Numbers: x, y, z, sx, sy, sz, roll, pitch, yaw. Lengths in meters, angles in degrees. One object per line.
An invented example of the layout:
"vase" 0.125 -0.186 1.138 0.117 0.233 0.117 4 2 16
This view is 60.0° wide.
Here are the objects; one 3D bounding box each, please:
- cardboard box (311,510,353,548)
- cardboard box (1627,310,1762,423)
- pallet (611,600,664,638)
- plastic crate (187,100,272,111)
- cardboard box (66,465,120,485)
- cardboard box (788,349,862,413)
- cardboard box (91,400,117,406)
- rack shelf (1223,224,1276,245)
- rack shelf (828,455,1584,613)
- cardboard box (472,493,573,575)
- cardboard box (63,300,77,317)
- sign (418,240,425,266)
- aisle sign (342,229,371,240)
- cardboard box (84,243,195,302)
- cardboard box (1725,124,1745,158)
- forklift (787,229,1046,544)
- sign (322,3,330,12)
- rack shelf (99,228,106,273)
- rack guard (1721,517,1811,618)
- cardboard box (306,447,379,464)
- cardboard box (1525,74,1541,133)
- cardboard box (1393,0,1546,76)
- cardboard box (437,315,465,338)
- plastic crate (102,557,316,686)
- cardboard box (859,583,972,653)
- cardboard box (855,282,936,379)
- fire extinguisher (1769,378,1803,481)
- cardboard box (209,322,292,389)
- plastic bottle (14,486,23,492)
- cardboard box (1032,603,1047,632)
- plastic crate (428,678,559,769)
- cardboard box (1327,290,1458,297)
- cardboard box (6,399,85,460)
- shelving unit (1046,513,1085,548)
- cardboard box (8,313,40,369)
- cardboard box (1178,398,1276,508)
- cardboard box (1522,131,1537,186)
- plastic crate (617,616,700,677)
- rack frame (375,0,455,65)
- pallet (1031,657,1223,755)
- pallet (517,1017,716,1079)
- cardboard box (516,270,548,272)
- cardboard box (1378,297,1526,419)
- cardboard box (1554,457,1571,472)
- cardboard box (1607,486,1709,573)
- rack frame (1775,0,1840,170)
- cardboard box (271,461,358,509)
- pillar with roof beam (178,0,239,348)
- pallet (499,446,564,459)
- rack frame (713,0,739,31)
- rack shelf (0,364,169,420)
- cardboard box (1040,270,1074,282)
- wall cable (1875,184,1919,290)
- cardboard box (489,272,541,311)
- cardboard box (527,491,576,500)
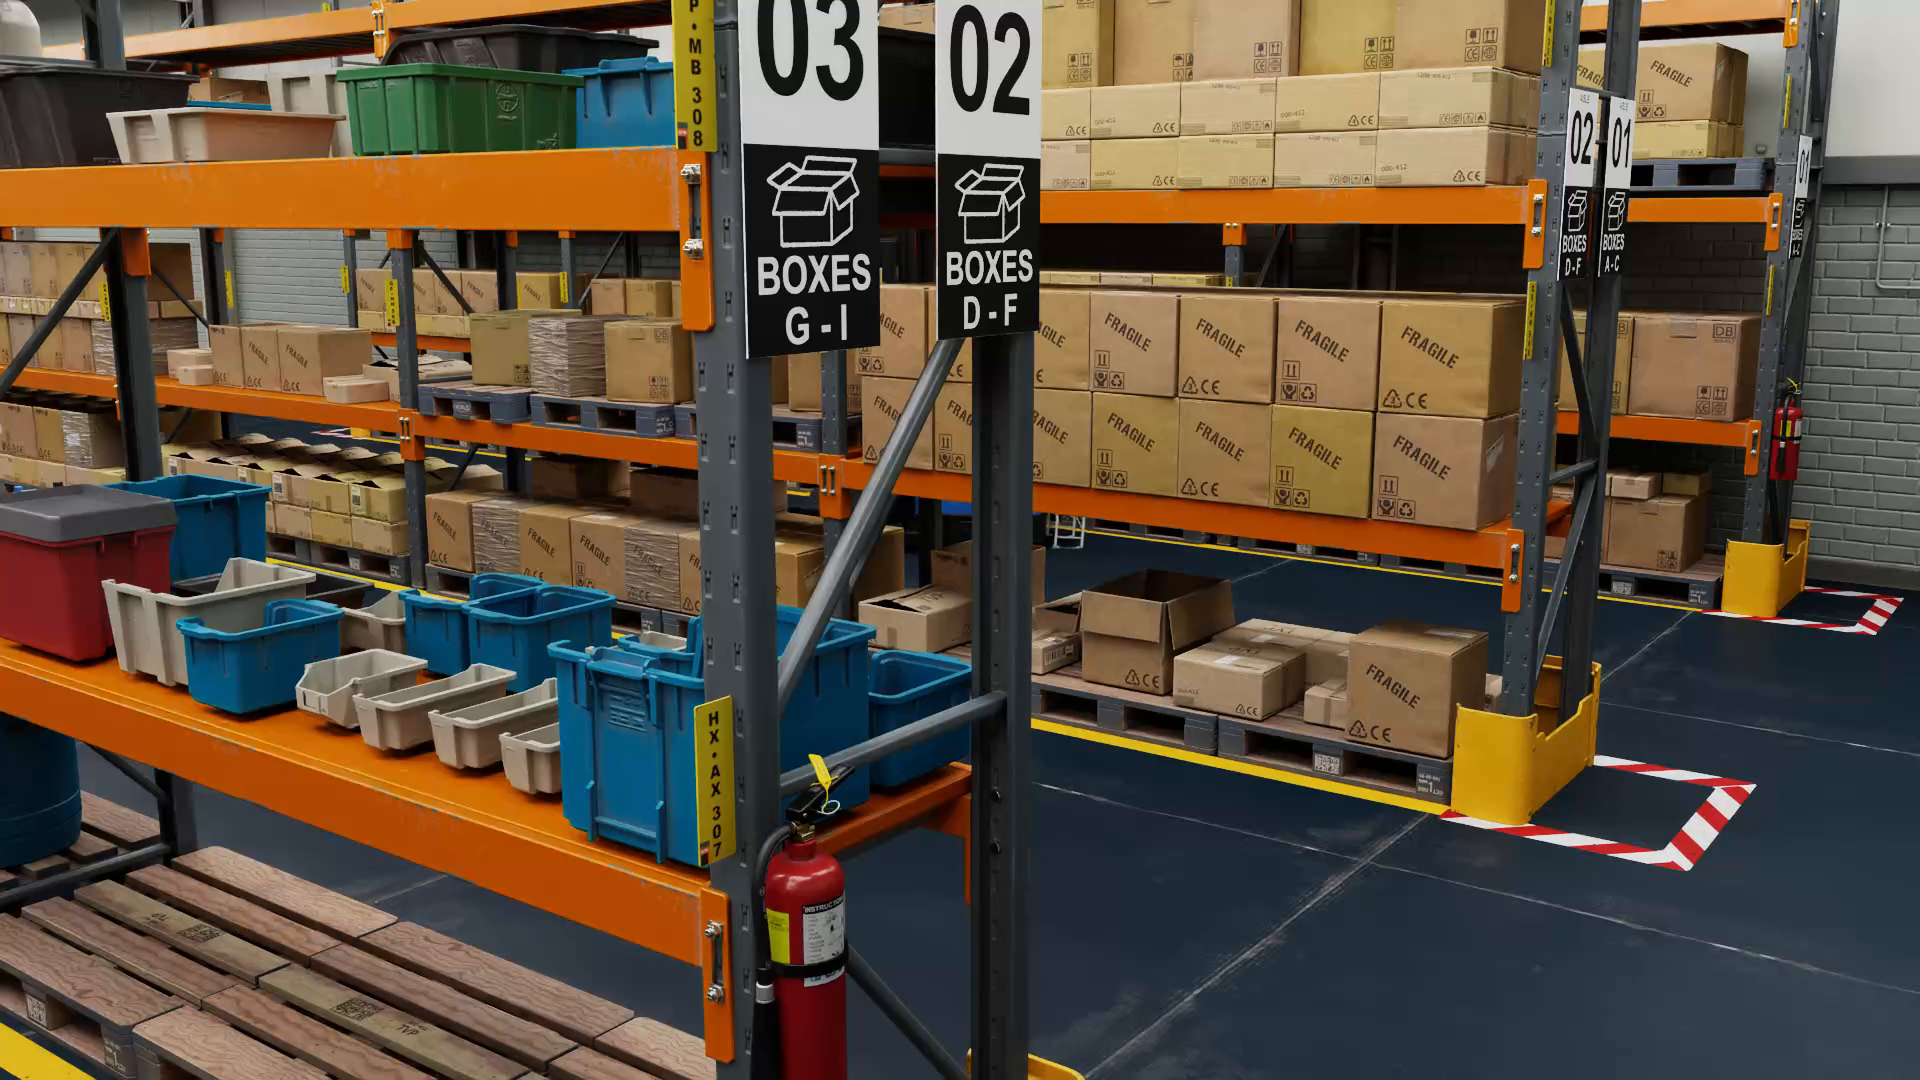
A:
"cardboard box" -4.666 -0.126 12.915 0.500 0.250 0.500 8 13 35
"cardboard box" 5.281 -1.253 11.817 0.700 0.700 0.980 9 14 38
"pallet" -2.121 0.406 11.376 1.213 0.211 1.003 8 13 36
"plastic crate" -2.468 -1.320 5.497 0.300 0.233 0.416 8 13 36
"cardboard box" -7.804 -0.572 15.225 0.500 0.250 0.500 8 13 36
"cardboard box" -0.705 -1.083 10.363 0.500 0.500 0.700 3 11 16
"cardboard box" -7.898 -1.077 15.857 0.500 0.500 0.500 8 13 36
"rack shelf" 0.862 -2.844 14.828 4.000 0.370 1.077 8 13 36
"rack shelf" 1.156 -0.162 8.866 4.000 0.370 1.077 8 13 36
"cardboard box" -3.057 -0.026 11.690 0.500 0.500 0.500 7 13 33
"cardboard box" -7.873 -2.092 14.974 0.250 0.149 0.380 8 13 35
"sign" -6.854 -3.655 21.143 0.005 0.325 0.100 8 13 36
"aisle sign" -7.434 -4.087 20.413 0.004 0.787 0.394 8 13 36
"cardboard box" -7.265 -2.375 14.729 0.500 0.500 0.700 8 14 36
"cardboard box" 5.254 -2.823 11.856 0.500 0.250 0.500 9 14 38
"forklift" -0.803 -1.446 13.786 3.031 2.935 1.130 0 11 2
"sign" -7.520 -6.208 19.760 0.005 0.325 0.100 8 13 36
"rack shelf" -5.003 -1.327 6.988 4.000 0.370 1.077 8 13 36
"rack guard" 5.717 0.180 11.781 0.348 0.500 1.175 8 13 36
"cardboard box" -5.181 -0.599 13.884 0.500 0.311 0.500 8 13 35
"cardboard box" 2.508 -2.033 7.822 0.500 0.250 0.500 8 13 36
"cardboard box" 2.345 -2.359 7.532 0.500 0.500 0.700 8 13 36
"cardboard box" -5.753 -2.510 19.446 0.500 0.250 0.500 8 14 36
"plastic crate" -2.269 0.246 5.015 0.530 0.282 0.437 8 13 36
"cardboard box" -0.245 0.444 9.758 0.500 0.311 0.500 8 13 36
"cardboard box" -0.242 -1.184 9.359 0.500 0.500 0.500 8 14 37
"fire extinguisher" 5.546 -0.741 11.147 0.183 0.674 0.296 8 13 36
"cardboard box" -5.870 -1.541 13.834 0.500 0.500 0.500 9 14 40
"plastic bottle" -3.910 -0.088 6.927 0.097 0.271 0.097 0 11 0
"cardboard box" 0.509 0.497 9.912 0.250 0.149 0.380 8 13 36
"plastic crate" -1.156 0.468 4.248 0.243 0.136 0.396 8 13 36
"cardboard box" 2.141 -0.979 8.295 0.500 0.500 0.500 8 14 36
"cardboard box" -8.620 -1.051 15.722 0.500 0.500 0.500 8 13 36
"shelving unit" 0.915 -0.576 13.804 0.258 1.200 0.503 3 11 -5
"cardboard box" -8.510 -1.911 15.745 0.500 0.500 0.700 8 14 37
"cardboard box" 1.427 -0.463 8.264 0.500 0.500 0.500 8 14 36
"cardboard box" 2.505 -1.786 7.864 0.500 0.250 0.500 8 13 36
"plastic crate" -0.701 0.368 4.515 0.300 0.233 0.416 8 13 36
"rack frame" -3.680 -4.136 11.715 0.127 3.000 1.000 8 13 36
"pallet" 1.085 0.843 9.116 1.213 0.211 1.003 8 13 36
"pallet" -0.808 1.738 4.493 1.213 0.211 1.003 8 13 36
"cardboard box" -5.043 -2.903 19.508 0.500 0.500 0.500 8 14 37
"cardboard box" 2.247 -0.839 7.572 0.500 0.500 0.500 8 13 35
"cardboard box" 4.478 -0.540 12.694 0.250 0.149 0.380 8 14 36
"cardboard box" 5.074 -0.092 12.083 0.500 0.500 0.700 8 13 36
"rack frame" 5.698 -3.995 10.988 0.127 3.000 1.000 8 13 36
"cardboard box" -5.075 -0.458 13.154 0.500 0.311 0.500 8 13 35
"pillar with roof beam" -13.506 -5.863 20.644 0.400 9.000 9.100 8 13 36
"pallet" -4.537 -1.100 19.158 1.213 0.211 1.003 8 13 36
"rack frame" -0.167 -2.478 3.148 0.127 3.000 1.000 8 13 36
"rack shelf" -8.516 -1.512 15.840 4.000 0.370 1.077 8 13 36
"cardboard box" 0.717 -2.259 14.737 0.500 0.250 0.500 8 13 34
"wall cable" 7.290 -1.549 11.465 1.851 1.984 0.084 8 13 36
"cardboard box" -4.944 -2.764 18.788 0.500 0.500 0.500 8 13 35
"cardboard box" -2.787 -0.110 12.122 0.500 0.500 0.500 9 14 38
